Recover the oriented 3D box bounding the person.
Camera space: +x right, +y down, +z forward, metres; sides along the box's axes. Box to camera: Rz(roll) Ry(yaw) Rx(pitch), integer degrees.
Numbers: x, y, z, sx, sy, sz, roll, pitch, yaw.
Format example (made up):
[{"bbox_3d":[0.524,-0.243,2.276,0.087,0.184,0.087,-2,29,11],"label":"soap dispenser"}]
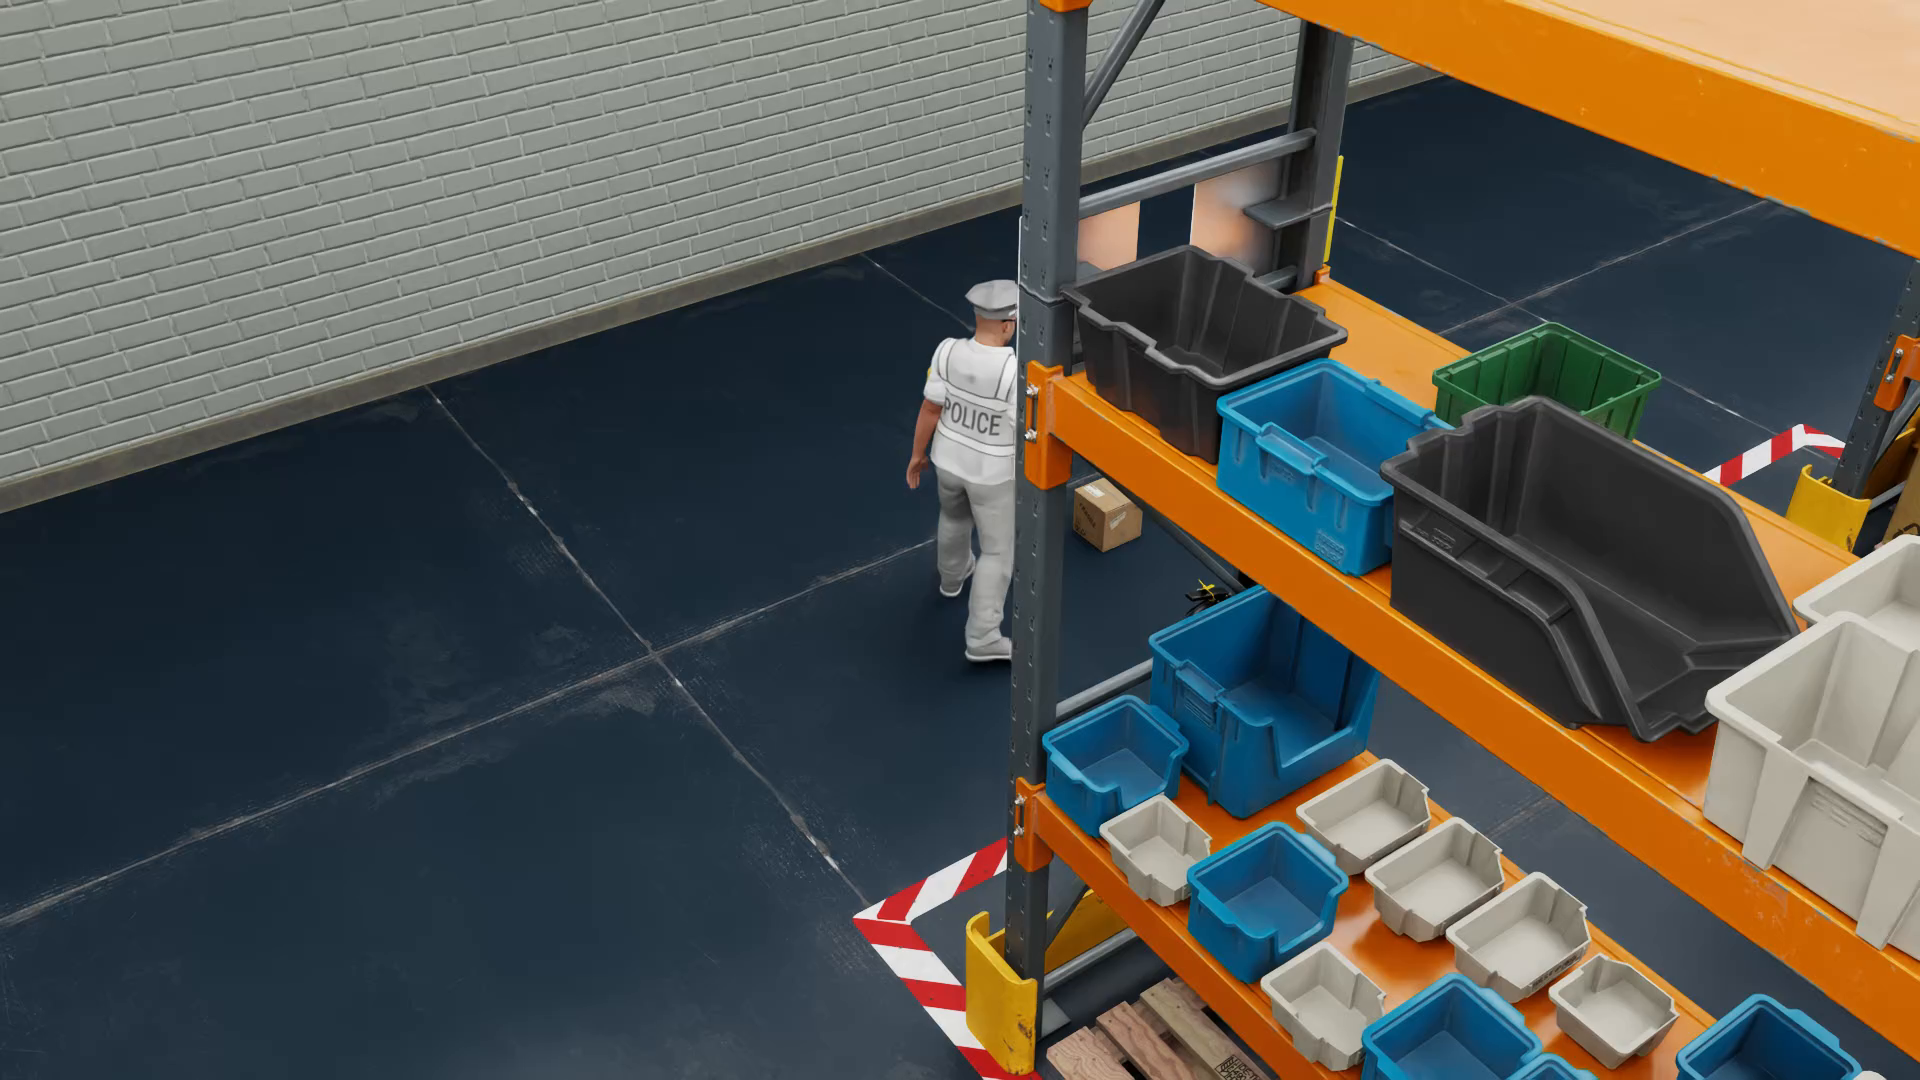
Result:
[{"bbox_3d":[0.105,-0.327,7.444,0.701,1.723,0.705,21,41,26],"label":"person"}]
